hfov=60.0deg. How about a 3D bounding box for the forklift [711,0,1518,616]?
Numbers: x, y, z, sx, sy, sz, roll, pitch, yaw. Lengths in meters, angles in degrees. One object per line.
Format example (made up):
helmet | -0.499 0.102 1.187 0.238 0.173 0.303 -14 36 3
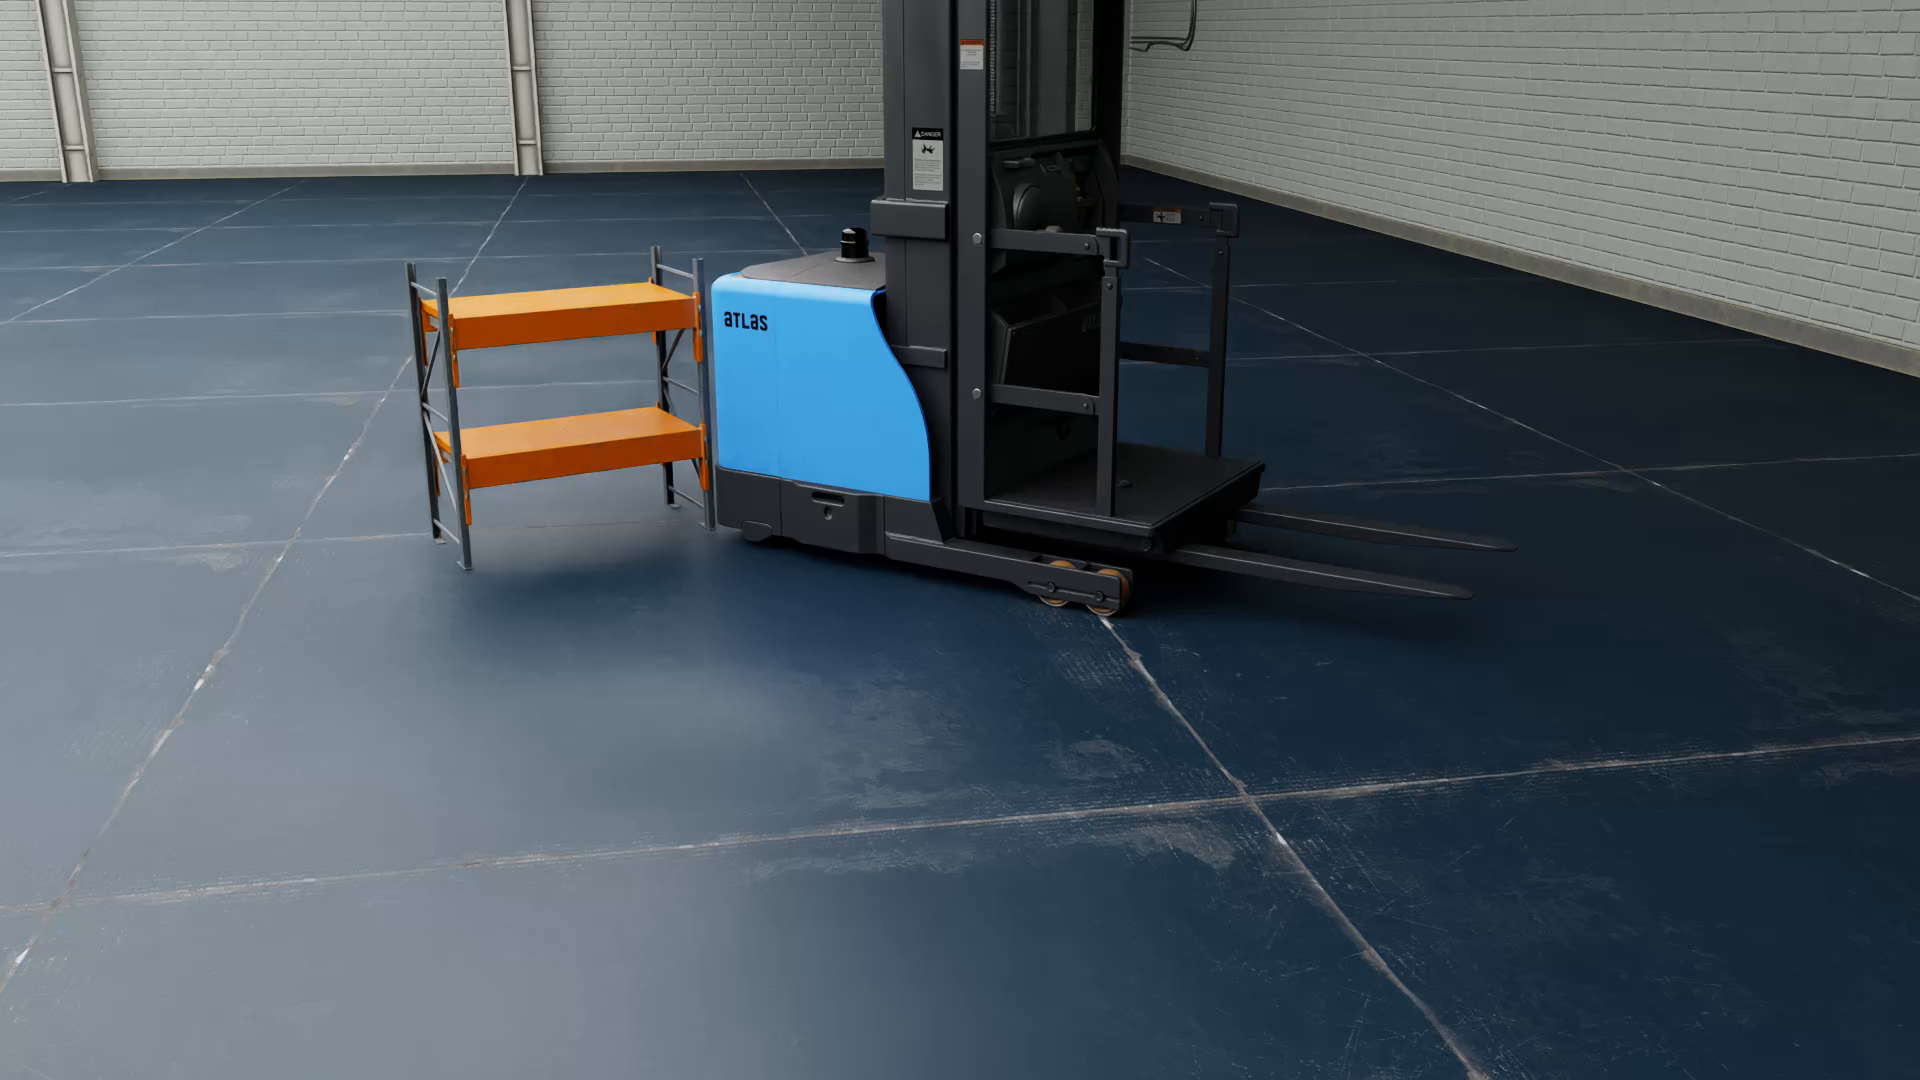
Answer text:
forklift | 0.536 -1.308 6.078 3.031 2.935 1.130 10 20 29

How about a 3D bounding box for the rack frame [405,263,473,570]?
rack frame | -2.032 -0.485 6.476 0.032 1.125 0.500 -10 20 -30

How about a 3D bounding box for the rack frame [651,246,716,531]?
rack frame | -1.163 -0.640 6.980 0.032 1.125 0.500 -10 20 -30

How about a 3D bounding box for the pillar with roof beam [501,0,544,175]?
pillar with roof beam | -5.392 -8.337 18.630 0.400 9.000 9.100 -3 17 -10

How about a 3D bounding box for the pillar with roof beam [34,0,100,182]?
pillar with roof beam | -11.283 -8.003 17.542 0.400 9.000 9.100 -3 17 -10

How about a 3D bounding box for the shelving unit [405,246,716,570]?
shelving unit | -1.597 -0.563 6.728 1.048 1.125 0.538 -10 20 -30

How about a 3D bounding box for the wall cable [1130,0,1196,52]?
wall cable | 2.826 -8.211 23.507 0.112 2.526 3.097 -3 17 -10

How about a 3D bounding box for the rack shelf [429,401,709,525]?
rack shelf | -1.597 -0.329 6.800 1.000 0.278 0.538 -10 20 -30

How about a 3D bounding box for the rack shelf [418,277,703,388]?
rack shelf | -1.597 -0.843 6.642 1.000 0.278 0.538 -10 20 -30
